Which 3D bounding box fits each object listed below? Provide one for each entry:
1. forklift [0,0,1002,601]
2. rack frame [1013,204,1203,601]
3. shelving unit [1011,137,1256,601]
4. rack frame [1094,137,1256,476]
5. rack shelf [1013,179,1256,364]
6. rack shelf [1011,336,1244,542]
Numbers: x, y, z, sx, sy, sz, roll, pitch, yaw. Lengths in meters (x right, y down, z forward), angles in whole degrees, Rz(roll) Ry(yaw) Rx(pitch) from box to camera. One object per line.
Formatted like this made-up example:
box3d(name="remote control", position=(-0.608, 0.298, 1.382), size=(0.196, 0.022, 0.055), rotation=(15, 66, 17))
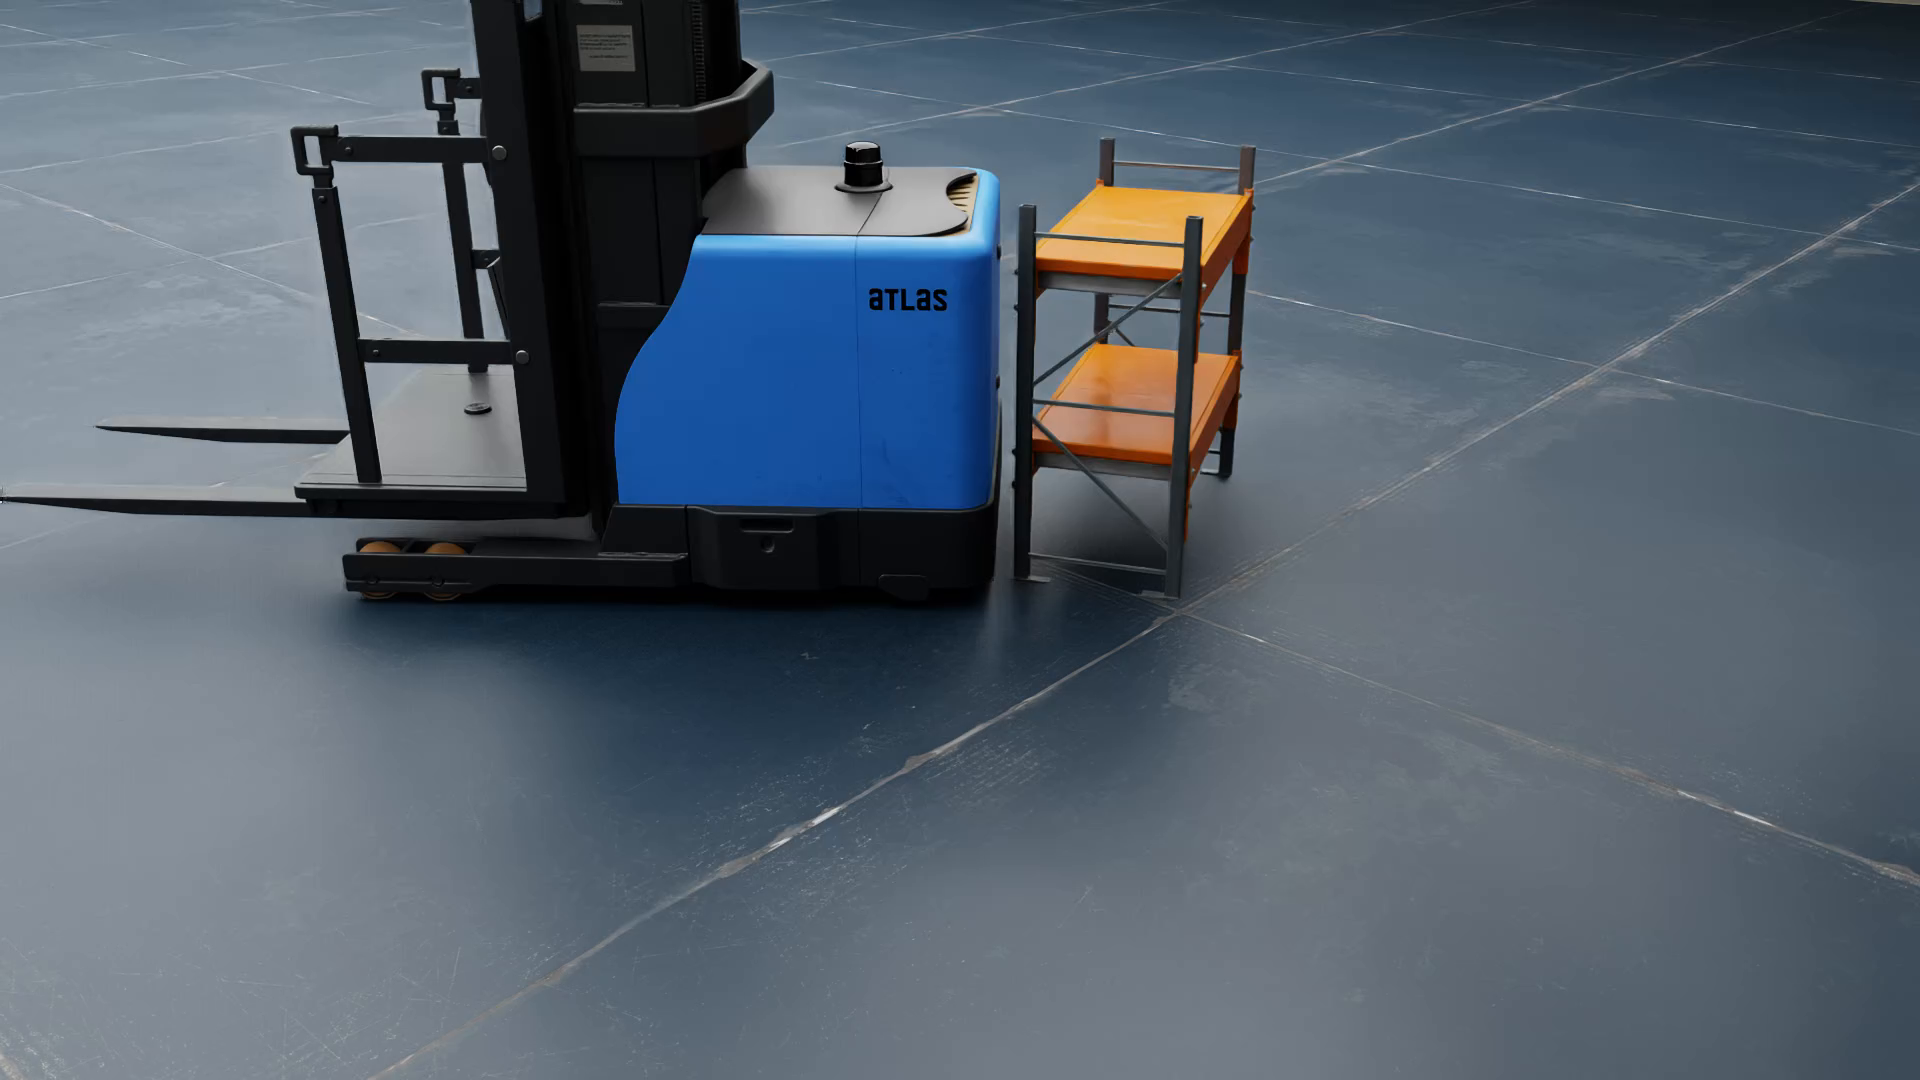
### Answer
box3d(name="forklift", position=(-1.394, -1.374, 4.731), size=(3.031, 2.935, 1.130), rotation=(1, 24, 3))
box3d(name="rack frame", position=(0.404, -0.371, 4.703), size=(0.500, 1.125, 0.032), rotation=(7, 25, 15))
box3d(name="shelving unit", position=(0.552, -0.570, 5.147), size=(0.538, 1.125, 1.048), rotation=(7, 25, 15))
box3d(name="rack frame", position=(0.700, -0.769, 5.590), size=(0.500, 1.125, 0.032), rotation=(7, 25, 15))
box3d(name="rack shelf", position=(0.552, -0.837, 5.027), size=(0.538, 0.278, 1.000), rotation=(7, 25, 15))
box3d(name="rack shelf", position=(0.552, -0.347, 5.247), size=(0.538, 0.278, 1.000), rotation=(7, 25, 15))
